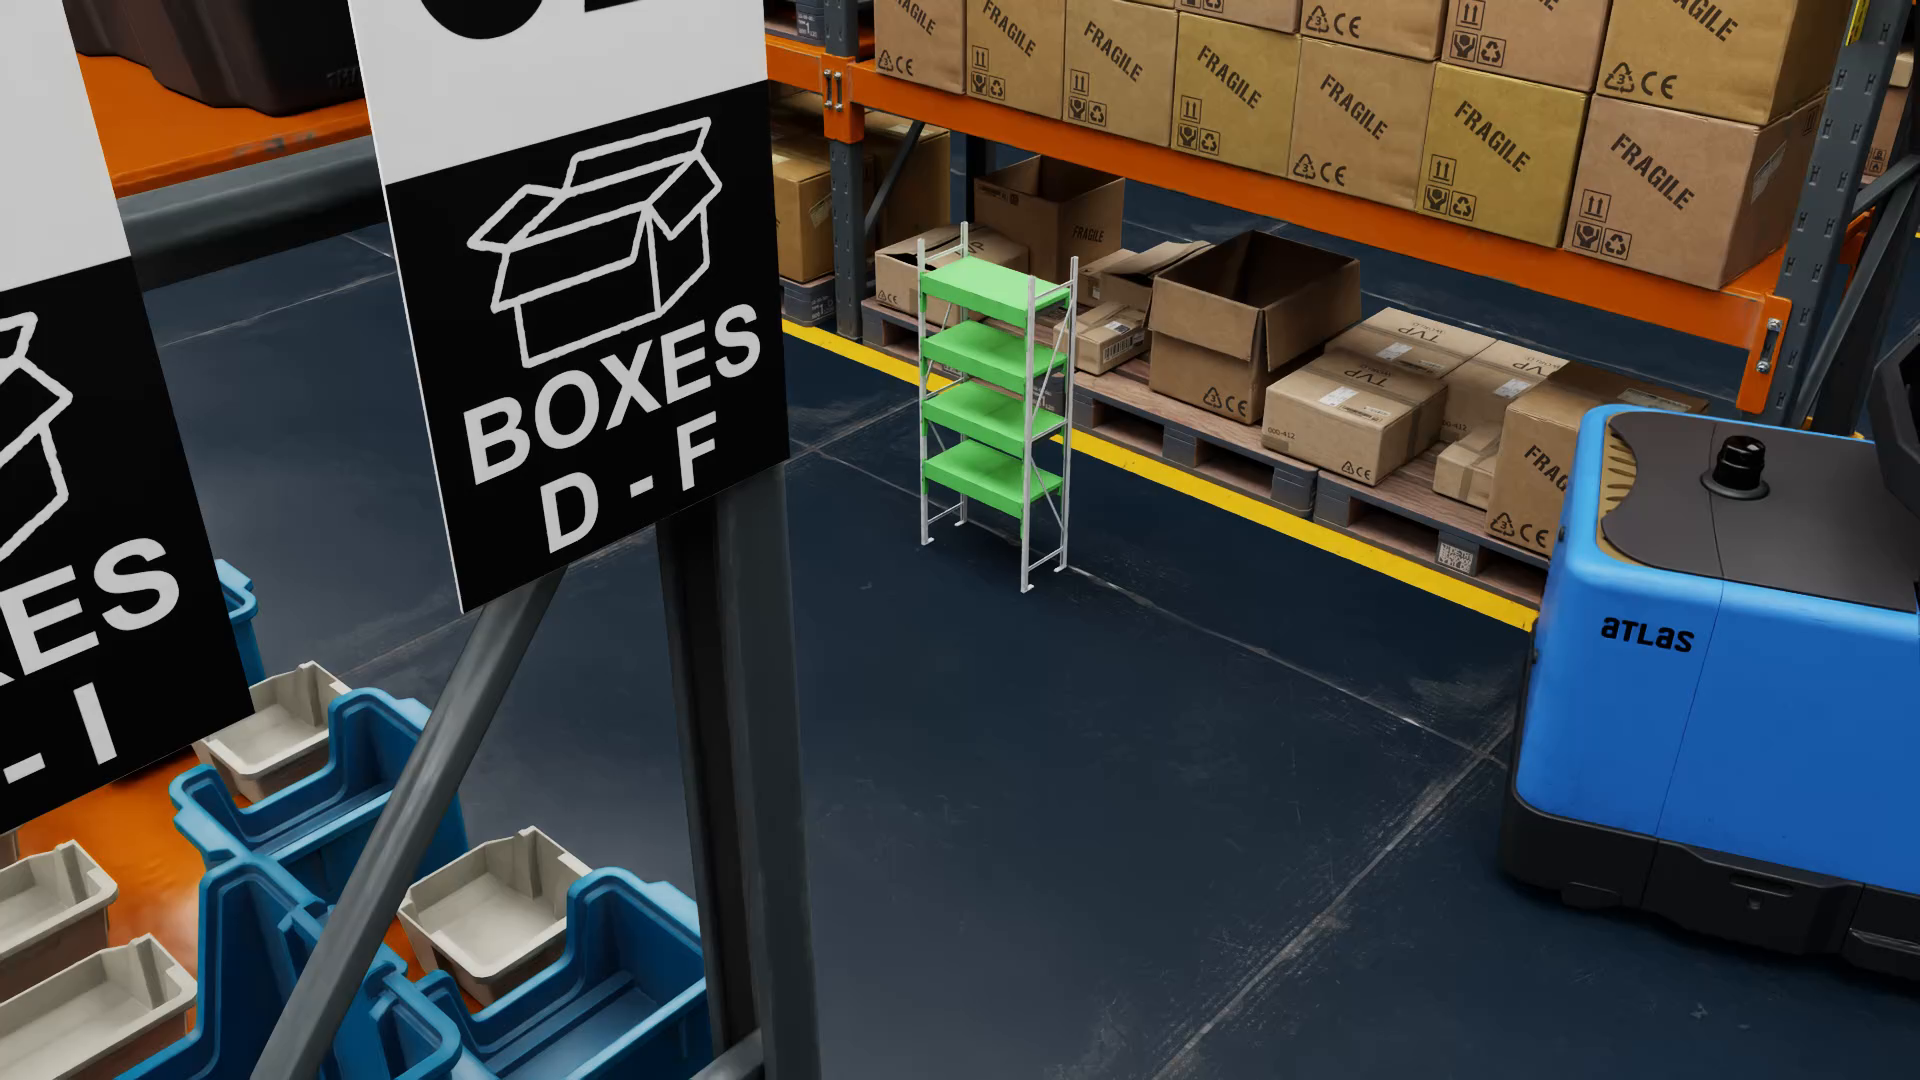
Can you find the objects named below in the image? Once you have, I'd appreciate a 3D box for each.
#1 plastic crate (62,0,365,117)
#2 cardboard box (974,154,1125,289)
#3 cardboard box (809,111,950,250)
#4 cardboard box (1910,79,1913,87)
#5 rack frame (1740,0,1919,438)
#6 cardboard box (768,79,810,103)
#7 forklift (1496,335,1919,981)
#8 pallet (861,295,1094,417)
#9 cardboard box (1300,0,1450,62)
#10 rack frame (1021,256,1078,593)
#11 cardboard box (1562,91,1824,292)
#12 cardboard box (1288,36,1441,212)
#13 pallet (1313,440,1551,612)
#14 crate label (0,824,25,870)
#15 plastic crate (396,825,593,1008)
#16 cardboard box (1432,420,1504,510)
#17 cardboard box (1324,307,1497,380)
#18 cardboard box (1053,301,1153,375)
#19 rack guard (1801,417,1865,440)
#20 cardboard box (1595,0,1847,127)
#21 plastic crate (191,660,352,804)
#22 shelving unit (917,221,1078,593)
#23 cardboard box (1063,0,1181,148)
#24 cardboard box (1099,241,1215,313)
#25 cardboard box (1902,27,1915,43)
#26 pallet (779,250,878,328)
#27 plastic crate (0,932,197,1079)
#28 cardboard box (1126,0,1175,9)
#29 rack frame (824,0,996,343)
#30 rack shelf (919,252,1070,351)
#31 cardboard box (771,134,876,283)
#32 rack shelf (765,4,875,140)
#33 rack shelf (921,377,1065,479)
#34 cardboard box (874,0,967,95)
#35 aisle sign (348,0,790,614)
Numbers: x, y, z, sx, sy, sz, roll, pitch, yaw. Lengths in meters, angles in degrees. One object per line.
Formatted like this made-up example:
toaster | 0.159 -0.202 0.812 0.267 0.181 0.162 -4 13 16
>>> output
plastic crate | -0.661 -0.614 1.580 0.590 0.269 0.497 25 39 35
cardboard box | 0.411 -1.451 7.749 0.500 0.500 0.500 25 39 35
cardboard box | -0.397 -1.800 8.329 0.500 0.500 0.500 23 38 33
cardboard box | 5.282 -2.499 8.881 0.250 0.149 0.380 25 39 35
rack frame | 2.764 -1.038 5.066 0.127 3.000 1.000 25 39 35
cardboard box | -1.138 -2.468 8.711 0.500 0.250 0.500 25 39 35
forklift | 3.070 -0.253 3.828 3.031 2.935 1.130 11 33 17
pallet | 0.307 -0.989 7.689 1.213 0.211 1.003 25 39 35
cardboard box | 1.487 -1.910 5.448 0.500 0.500 0.500 26 40 36
rack frame | 0.304 -0.372 5.705 0.015 1.200 0.240 25 39 35
cardboard box | 2.249 -1.132 5.125 0.500 0.500 0.500 26 40 36
cardboard box | 1.496 -1.485 5.711 0.500 0.500 0.500 25 39 35
pallet | 2.116 -0.145 6.286 1.213 0.211 1.003 25 39 35
crate label | -1.717 0.536 2.648 0.243 0.136 0.396 25 39 35
plastic crate | -0.707 0.588 2.562 0.298 0.136 0.250 25 39 35
cardboard box | 1.956 -0.281 6.129 0.250 0.166 0.380 25 39 35
cardboard box | 1.810 -0.691 6.729 0.500 0.250 0.500 25 39 35
cardboard box | 0.613 -0.873 7.113 0.250 0.166 0.380 25 39 35
rack guard | 2.708 0.007 5.754 0.348 0.500 1.175 25 39 35
cardboard box | 2.250 -1.558 4.863 0.500 0.500 0.500 25 39 35
plastic crate | -1.210 0.353 2.952 0.298 0.136 0.250 25 39 35
shelving unit | 0.123 -0.457 5.845 0.503 1.200 0.258 25 39 35
cardboard box | 0.745 -1.835 6.292 0.500 0.500 0.500 25 39 35
cardboard box | 0.967 -1.111 7.367 0.500 0.311 0.500 25 39 35
cardboard box | 5.350 -2.733 9.268 0.250 0.149 0.380 25 39 35
pallet | -0.830 -1.495 8.528 1.213 0.211 1.003 25 39 35
plastic crate | -1.289 0.729 2.328 0.243 0.136 0.396 25 39 35
cardboard box | 0.723 -2.266 6.040 0.500 0.500 0.500 24 38 34
rack frame | -0.202 -2.422 7.365 0.127 3.000 1.000 25 39 35
rack shelf | 0.123 -0.813 5.631 0.480 0.148 0.258 25 39 35
cardboard box | -0.760 -1.601 7.998 0.500 0.500 0.500 25 39 35
rack shelf | -1.684 -2.806 8.701 4.000 0.370 1.077 25 39 35
rack shelf | 0.123 -0.402 5.878 0.480 0.148 0.258 25 39 35
cardboard box | -0.006 -2.185 6.873 0.500 0.500 0.500 26 40 36
aisle sign | -0.310 -0.347 1.398 0.004 0.787 0.394 25 39 35
